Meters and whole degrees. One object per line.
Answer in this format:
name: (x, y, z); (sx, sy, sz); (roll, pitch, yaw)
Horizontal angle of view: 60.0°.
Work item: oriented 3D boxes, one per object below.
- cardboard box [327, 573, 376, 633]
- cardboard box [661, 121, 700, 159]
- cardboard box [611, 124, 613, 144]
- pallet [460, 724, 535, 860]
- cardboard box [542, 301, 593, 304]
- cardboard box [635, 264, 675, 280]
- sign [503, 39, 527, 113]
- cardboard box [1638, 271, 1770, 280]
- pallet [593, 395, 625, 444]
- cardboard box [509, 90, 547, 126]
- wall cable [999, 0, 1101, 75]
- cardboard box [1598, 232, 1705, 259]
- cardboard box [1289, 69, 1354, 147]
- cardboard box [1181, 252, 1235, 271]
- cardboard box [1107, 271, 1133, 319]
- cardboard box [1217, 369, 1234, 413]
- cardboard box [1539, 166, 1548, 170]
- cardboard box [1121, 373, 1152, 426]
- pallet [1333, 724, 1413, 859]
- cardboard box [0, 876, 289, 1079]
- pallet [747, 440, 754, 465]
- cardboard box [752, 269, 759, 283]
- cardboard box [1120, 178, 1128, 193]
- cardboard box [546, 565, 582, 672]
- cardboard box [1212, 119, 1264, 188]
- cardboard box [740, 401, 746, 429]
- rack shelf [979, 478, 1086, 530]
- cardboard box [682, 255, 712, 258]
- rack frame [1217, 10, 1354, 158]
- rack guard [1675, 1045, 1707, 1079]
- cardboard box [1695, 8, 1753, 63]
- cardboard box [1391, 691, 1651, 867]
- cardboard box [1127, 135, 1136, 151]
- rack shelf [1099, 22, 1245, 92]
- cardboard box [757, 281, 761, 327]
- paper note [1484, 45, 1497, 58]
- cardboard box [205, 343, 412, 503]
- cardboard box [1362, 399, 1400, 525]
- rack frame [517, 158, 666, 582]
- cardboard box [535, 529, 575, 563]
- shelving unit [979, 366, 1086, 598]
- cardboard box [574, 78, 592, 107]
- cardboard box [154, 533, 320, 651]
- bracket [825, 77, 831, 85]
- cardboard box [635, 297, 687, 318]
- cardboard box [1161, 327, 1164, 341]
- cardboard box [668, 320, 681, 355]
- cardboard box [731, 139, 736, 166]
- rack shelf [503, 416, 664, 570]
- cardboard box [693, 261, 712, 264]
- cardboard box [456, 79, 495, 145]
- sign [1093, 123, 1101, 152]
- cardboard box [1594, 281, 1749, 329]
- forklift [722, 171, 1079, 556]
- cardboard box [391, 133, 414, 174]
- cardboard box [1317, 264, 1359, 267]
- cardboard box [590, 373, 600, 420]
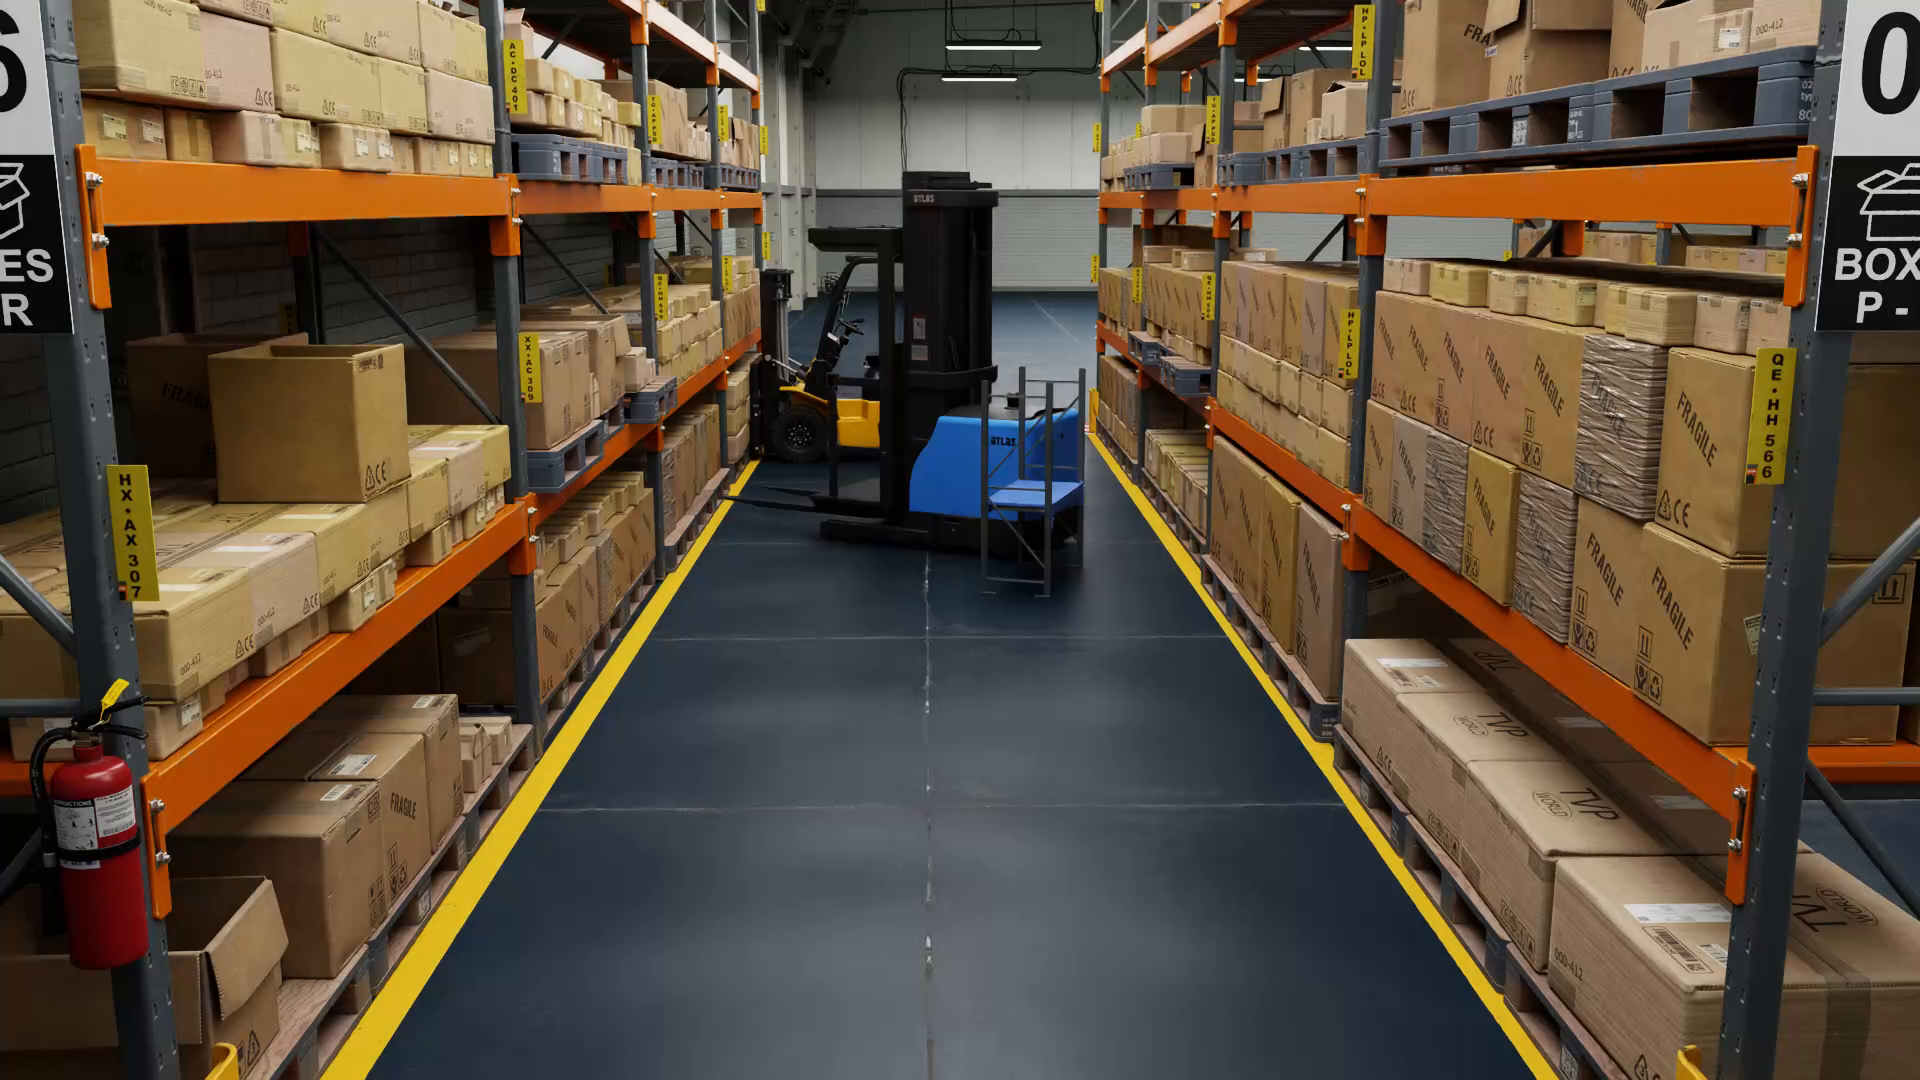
cardboard box: (-2.199, 0.212, 5.600); (0.380, 0.149, 0.250); (-1, 11, -3)
cardboard box: (-2.463, -3.359, 13.945); (0.500, 0.311, 0.500); (-1, 11, -3)
cardboard box: (-2.441, -2.597, 10.645); (0.380, 0.149, 0.250); (0, 11, 0)
pallet: (-2.559, 1.120, 7.508); (1.003, 0.211, 1.213); (0, 11, -1)
cardboard box: (-3.000, -1.761, 12.811); (0.380, 0.149, 0.250); (0, 11, -2)
cardboard box: (-3.029, -2.651, 16.451); (0.380, 0.149, 0.250); (0, 11, -2)
sign: (-2.030, -2.110, 7.572); (0.100, 0.325, 0.005); (0, 11, -1)
cardboard box: (2.698, -0.898, 6.044); (0.380, 0.149, 0.250); (0, 11, -1)
pallet: (-2.610, -0.698, 9.937); (1.003, 0.211, 1.213); (0, 11, -1)
cardboard box: (-2.181, -2.046, 7.879); (0.380, 0.149, 0.250); (0, 11, 0)
wall cable: (2.733, -15.327, 50.144); (3.097, 2.526, 0.112); (0, 11, -1)
cardboard box: (7.198, -2.928, 17.354); (0.875, 0.550, 0.550); (0, 11, -1)
cardboard box: (2.518, -2.728, 10.611); (0.700, 0.500, 0.500); (-1, 11, -4)
cardboard box: (1.992, -2.242, 13.379); (0.380, 0.149, 0.250); (-1, 11, -4)
cardboard box: (1.901, -2.685, 18.250); (0.500, 0.500, 0.500); (0, 11, -2)
cardboard box: (2.066, -1.028, 11.457); (0.500, 0.250, 0.500); (0, 11, -2)
cardboard box: (6.787, -4.262, 18.802); (0.380, 0.149, 0.250); (0, 11, -1)
cardboard box: (1.932, -1.438, 17.076); (0.500, 0.500, 0.500); (0, 11, 0)
pallet: (2.328, 1.114, 7.538); (1.003, 0.211, 1.213); (0, 11, -1)
cardboard box: (-2.407, 1.308, 4.792); (0.797, 0.503, 0.637); (-1, 11, -3)
pallet: (-2.740, -1.008, 17.998); (1.003, 0.211, 1.213); (0, 11, -1)
cardboard box: (-2.498, -3.017, 19.003); (0.380, 0.149, 0.250); (0, 11, 0)
cardboard box: (1.902, -3.760, 17.637); (0.380, 0.149, 0.250); (-1, 11, -3)
cardboard box: (-2.378, 0.433, 9.110); (0.500, 0.500, 0.500); (0, 11, -2)
cardboard box: (2.298, -2.907, 12.548); (0.700, 0.500, 0.500); (0, 11, -1)
cardboard box: (-2.451, -1.274, 16.898); (0.500, 0.250, 0.500); (0, 11, -1)
rack shelf: (0.536, -0.270, 12.022); (0.538, 0.185, 1.000); (3, 12, 16)
cardboard box: (-3.027, -3.214, 19.224); (0.380, 0.149, 0.250); (0, 11, -2)
rack frame: (2.308, -4.140, 11.331); (1.000, 3.000, 0.127); (0, 11, -1)
rack guard: (2.474, 1.621, 4.313); (1.175, 0.500, 0.348); (0, 11, -1)
cardboard box: (2.285, -1.383, 4.612); (0.380, 0.149, 0.250); (-1, 12, -6)
cardboard box: (2.315, 0.949, 6.726); (0.875, 0.438, 0.875); (-1, 11, -3)
cardboard box: (1.866, -3.949, 16.562); (0.380, 0.149, 0.250); (0, 11, 1)
rack shelf: (2.184, -4.978, 17.281); (1.077, 0.370, 4.000); (0, 11, -1)
cardboard box: (-2.547, -2.721, 19.175); (0.500, 0.500, 0.500); (0, 11, -2)
paper note: (1.848, -1.702, 5.794); (0.006, 0.032, 0.123); (0, 11, -1)
cardboard box: (-2.261, -0.417, 5.815); (0.500, 0.500, 0.500); (0, 11, 0)
cardboard box: (2.138, -0.359, 7.533); (0.500, 0.500, 0.500); (0, 11, 1)
rack frame: (-2.655, -1.178, 11.823); (1.000, 3.000, 0.127); (0, 11, -1)
cardboard box: (-2.400, 0.036, 9.438); (0.380, 0.149, 0.250); (0, 11, -1)
shelving unit: (0.536, -0.446, 11.986); (0.538, 1.500, 1.048); (3, 12, 16)
cardboard box: (-2.235, -2.448, 9.112); (0.380, 0.149, 0.250); (0, 11, -1)
cardboard box: (-2.240, 0.148, 4.914); (0.500, 0.250, 0.500); (0, 11, -1)
bracket: (-4.029, -13.849, 50.137); (0.235, 0.232, 0.430); (0, 11, -1)
cardboard box: (-2.404, -1.866, 13.331); (0.380, 0.149, 0.250); (0, 11, 0)
cardboard box: (1.963, -1.809, 14.508); (0.380, 0.149, 0.250); (0, 11, 0)
cardboard box: (-2.429, -1.539, 12.718); (0.500, 0.250, 0.500); (0, 11, 1)
cardboard box: (-2.464, -3.929, 16.866); (0.396, 0.266, 0.258); (-1, 11, -2)
rack shelf: (-2.613, -0.428, 9.935); (1.077, 0.370, 4.000); (0, 11, -1)
cardboard box: (-2.553, -2.806, 17.217); (0.380, 0.149, 0.250); (0, 11, -1)
cardboard box: (-2.312, -1.831, 7.123); (0.500, 0.250, 0.500); (0, 11, -1)
sign: (1.600, -4.686, 19.369); (0.100, 0.325, 0.005); (0, 11, -1)
cardboard box: (2.248, -0.740, 5.267); (0.380, 0.149, 0.250); (0, 11, -2)
forklift: (-0.554, -1.496, 13.563); (3.031, 2.935, 1.130); (6, 13, 28)
cardboard box: (-2.294, -1.456, 6.278); (0.380, 0.149, 0.250); (0, 11, 1)
cardboard box: (2.599, -1.535, 10.814); (0.500, 0.500, 0.500); (0, 11, 0)
cardboard box: (-2.217, -0.801, 9.244); (0.396, 0.266, 0.258); (0, 11, 2)
